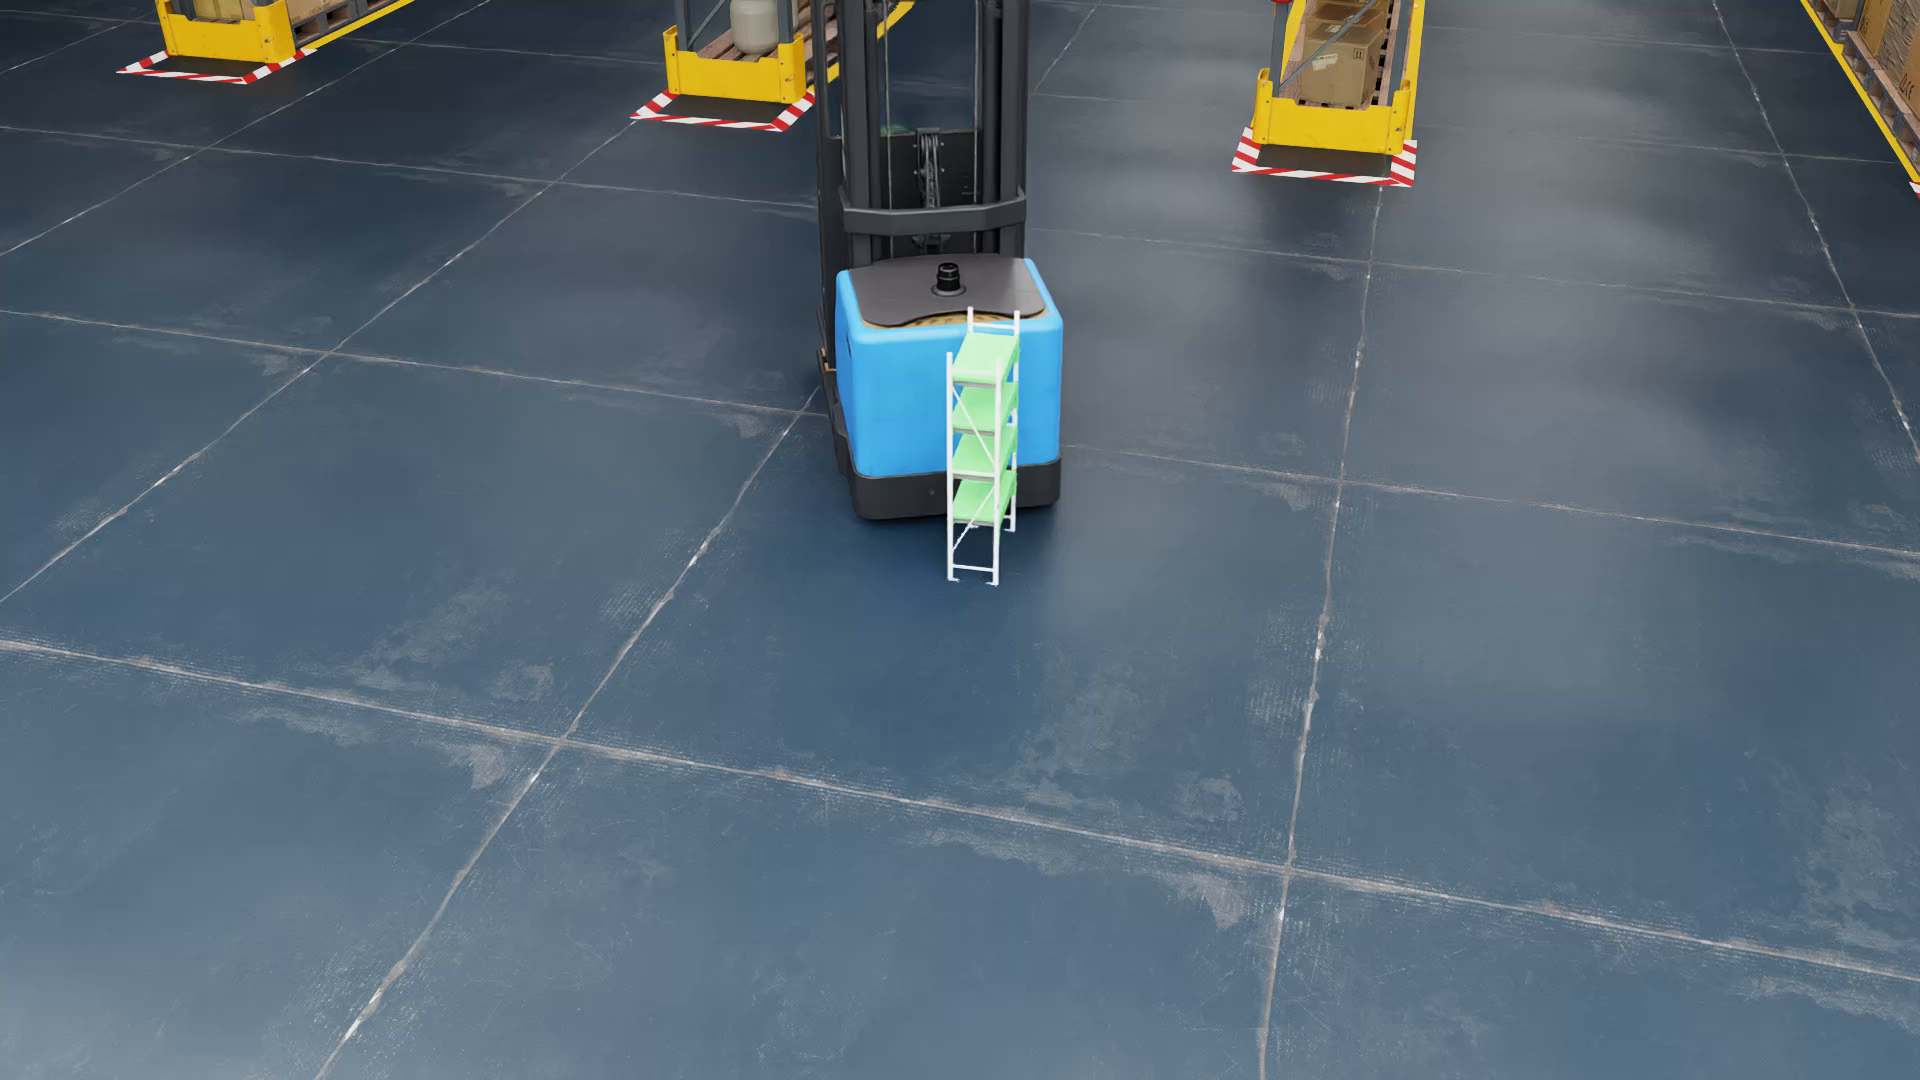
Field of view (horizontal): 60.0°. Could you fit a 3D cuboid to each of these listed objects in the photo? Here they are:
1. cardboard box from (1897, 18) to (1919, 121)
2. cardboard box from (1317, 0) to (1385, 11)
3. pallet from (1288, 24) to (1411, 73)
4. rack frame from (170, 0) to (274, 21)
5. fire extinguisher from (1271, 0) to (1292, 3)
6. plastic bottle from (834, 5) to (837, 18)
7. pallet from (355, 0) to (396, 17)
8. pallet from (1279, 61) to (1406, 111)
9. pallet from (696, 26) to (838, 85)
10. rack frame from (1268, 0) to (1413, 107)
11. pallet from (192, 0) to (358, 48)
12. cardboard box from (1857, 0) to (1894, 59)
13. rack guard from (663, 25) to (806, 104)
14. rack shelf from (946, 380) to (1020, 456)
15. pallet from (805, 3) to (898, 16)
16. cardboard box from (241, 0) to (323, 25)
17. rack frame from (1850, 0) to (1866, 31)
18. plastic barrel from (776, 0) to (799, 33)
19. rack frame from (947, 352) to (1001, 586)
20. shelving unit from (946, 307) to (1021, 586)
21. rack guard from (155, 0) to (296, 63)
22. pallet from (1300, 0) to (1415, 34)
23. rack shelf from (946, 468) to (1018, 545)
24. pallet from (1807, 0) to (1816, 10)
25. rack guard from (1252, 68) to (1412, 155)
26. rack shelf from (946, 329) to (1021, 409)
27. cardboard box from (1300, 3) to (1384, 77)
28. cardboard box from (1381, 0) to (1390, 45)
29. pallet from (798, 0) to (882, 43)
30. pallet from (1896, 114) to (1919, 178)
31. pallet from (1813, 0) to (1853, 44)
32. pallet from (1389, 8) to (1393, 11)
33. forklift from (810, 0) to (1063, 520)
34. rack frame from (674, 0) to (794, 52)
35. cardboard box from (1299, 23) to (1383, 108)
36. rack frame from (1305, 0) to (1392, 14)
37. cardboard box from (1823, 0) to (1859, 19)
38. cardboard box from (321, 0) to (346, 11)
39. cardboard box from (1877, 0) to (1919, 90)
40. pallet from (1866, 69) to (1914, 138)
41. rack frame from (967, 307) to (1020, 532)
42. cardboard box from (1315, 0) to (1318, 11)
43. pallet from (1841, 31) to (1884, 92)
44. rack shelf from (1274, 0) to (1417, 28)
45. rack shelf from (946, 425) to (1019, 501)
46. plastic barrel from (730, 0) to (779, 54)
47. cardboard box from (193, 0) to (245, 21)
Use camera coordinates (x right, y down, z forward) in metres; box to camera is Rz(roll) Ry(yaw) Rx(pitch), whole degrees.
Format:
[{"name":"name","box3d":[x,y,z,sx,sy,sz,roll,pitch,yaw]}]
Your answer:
[{"name":"cardboard box","box3d":[8.005,-3.764,12.963,0.875,0.875,0.875,8,33,12]},{"name":"cardboard box","box3d":[3.374,-4.474,14.431,0.500,0.500,0.500,11,34,17]},{"name":"pallet","box3d":[3.474,-4.304,14.823,1.003,0.211,1.213,8,33,12]},{"name":"rack frame","box3d":[-6.678,-5.744,14.489,1.000,3.000,0.127,8,33,12]},{"name":"fire extinguisher","box3d":[2.428,-4.364,12.390,0.296,0.674,0.183,8,33,12]},{"name":"plastic bottle","box3d":[-1.126,-5.000,15.452,0.097,0.271,0.097,0,32,0]},{"name":"pallet","box3d":[-6.213,-5.601,16.863,1.003,0.211,1.213,8,33,12]},{"name":"pallet","box3d":[3.163,-3.672,13.830,1.003,0.211,1.213,8,33,12]},{"name":"pallet","box3d":[-1.703,-4.357,14.907,1.003,0.211,1.213,8,33,12]},{"name":"rack frame","box3d":[2.903,-4.393,12.364,1.000,3.000,0.127,8,33,12]},{"name":"pallet","box3d":[-6.524,-4.969,15.870,1.003,0.211,1.213,8,33,12]},{"name":"cardboard box","box3d":[8.463,-4.705,14.444,0.875,0.875,0.875,9,33,13]},{"name":"rack guard","box3d":[-1.914,-4.058,14.168,1.175,0.500,0.348,8,33,12]},{"name":"rack shelf","box3d":[0.109,-0.581,7.717,0.258,0.148,0.480,6,33,9]},{"name":"pallet","box3d":[-1.083,-5.623,16.899,1.003,0.211,1.213,8,33,12]},{"name":"cardboard box","box3d":[-6.327,-5.009,15.504,0.500,0.250,0.500,8,33,12]},{"name":"rack frame","box3d":[8.690,-5.741,14.485,1.000,3.000,0.127,8,33,12]},{"name":"plastic barrel","box3d":[-1.667,-4.807,14.943,0.421,0.512,0.421,0,32,0]},{"name":"rack frame","box3d":[0.062,-0.304,7.609,0.240,1.200,0.015,6,33,9]},{"name":"shelving unit","box3d":[0.109,-0.432,7.811,0.258,1.200,0.503,6,33,9]},{"name":"rack guard","box3d":[-6.684,-4.676,15.140,1.175,0.500,0.348,8,33,12]},{"name":"pallet","box3d":[3.782,-4.939,15.822,1.003,0.211,1.213,8,33,12]},{"name":"rack shelf","box3d":[0.109,-0.176,7.974,0.258,0.148,0.480,6,33,9]},{"name":"pallet","box3d":[9.121,-5.610,16.878,1.003,0.211,1.213,8,33,12]},{"name":"rack guard","box3d":[2.922,-3.378,13.097,1.175,0.500,0.348,8,33,12]},{"name":"rack shelf","box3d":[0.109,-0.783,7.588,0.258,0.148,0.480,6,33,9]},{"name":"cardboard box","box3d":[3.196,-4.152,13.924,0.500,0.500,0.500,17,36,25]},{"name":"cardboard box","box3d":[3.558,-4.758,14.877,0.500,0.500,0.500,5,33,8]},{"name":"pallet","box3d":[-1.391,-4.988,15.900,1.003,0.211,1.213,8,33,12]},{"name":"pallet","box3d":[7.802,-2.914,12.637,1.003,0.211,1.213,8,33,12]},{"name":"pallet","box3d":[8.813,-4.975,15.879,1.003,0.211,1.213,8,33,12]},{"name":"pallet","box3d":[4.114,-5.696,17.013,1.003,0.211,1.213,8,33,12]},{"name":"forklift","box3d":[-0.236,-2.116,8.847,1.130,2.935,3.031,-5,33,-8]},{"name":"rack frame","box3d":[-1.888,-5.067,13.425,1.000,3.000,0.127,8,33,12]},{"name":"cardboard box","box3d":[3.078,-3.837,13.428,0.500,0.500,0.500,14,35,21]},{"name":"rack frame","box3d":[3.918,-6.469,15.629,1.000,3.000,0.127,8,33,12]},{"name":"cardboard box","box3d":[8.761,-5.303,15.502,1.050,0.750,0.750,8,33,12]},{"name":"cardboard box","box3d":[-6.203,-5.268,15.913,0.500,0.250,0.500,8,33,12]},{"name":"cardboard box","box3d":[8.238,-4.236,13.707,0.875,0.875,0.875,8,33,13]},{"name":"pallet","box3d":[8.114,-3.545,13.630,1.003,0.211,1.213,8,33,12]},{"name":"rack frame","box3d":[0.156,-0.561,8.013,0.240,1.200,0.015,6,33,9]},{"name":"cardboard box","box3d":[3.640,-5.091,15.400,0.500,0.500,0.500,19,37,27]},{"name":"pallet","box3d":[8.422,-4.180,14.629,1.003,0.211,1.213,8,33,12]},{"name":"rack shelf","box3d":[3.411,-5.127,14.190,1.077,0.370,4.000,8,33,12]},{"name":"rack shelf","box3d":[0.109,-0.378,7.846,0.258,0.148,0.480,6,33,9]},{"name":"plastic barrel","box3d":[-1.795,-4.547,14.533,0.421,0.512,0.421,0,32,0]},{"name":"cardboard box","box3d":[-6.828,-5.079,15.615,0.500,0.250,0.500,8,33,12]}]
